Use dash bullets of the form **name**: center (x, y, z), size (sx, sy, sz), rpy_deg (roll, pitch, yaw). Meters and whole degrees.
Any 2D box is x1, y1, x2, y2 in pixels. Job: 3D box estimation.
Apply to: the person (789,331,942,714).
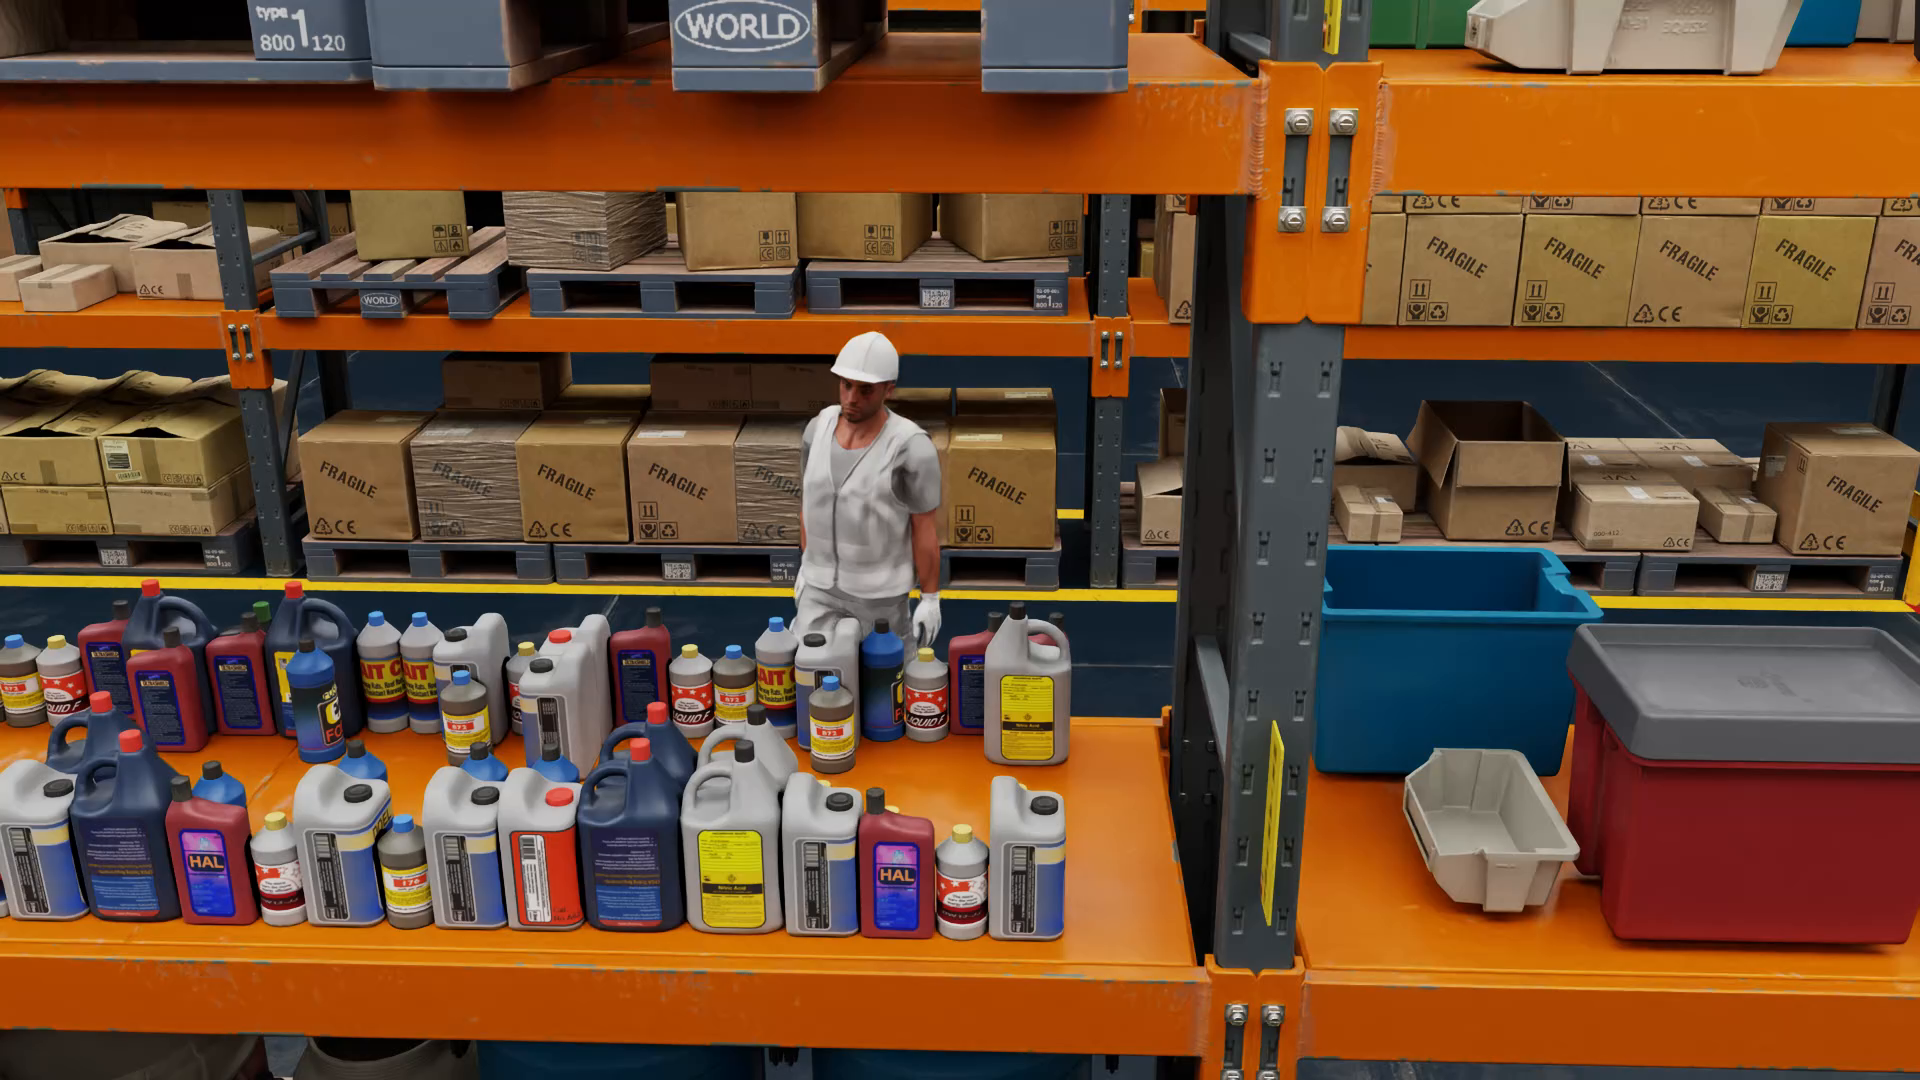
- **person**: center (-0.396, 0.202, 5.487), size (0.583, 1.767, 0.758), rpy_deg (10, 23, 25)
